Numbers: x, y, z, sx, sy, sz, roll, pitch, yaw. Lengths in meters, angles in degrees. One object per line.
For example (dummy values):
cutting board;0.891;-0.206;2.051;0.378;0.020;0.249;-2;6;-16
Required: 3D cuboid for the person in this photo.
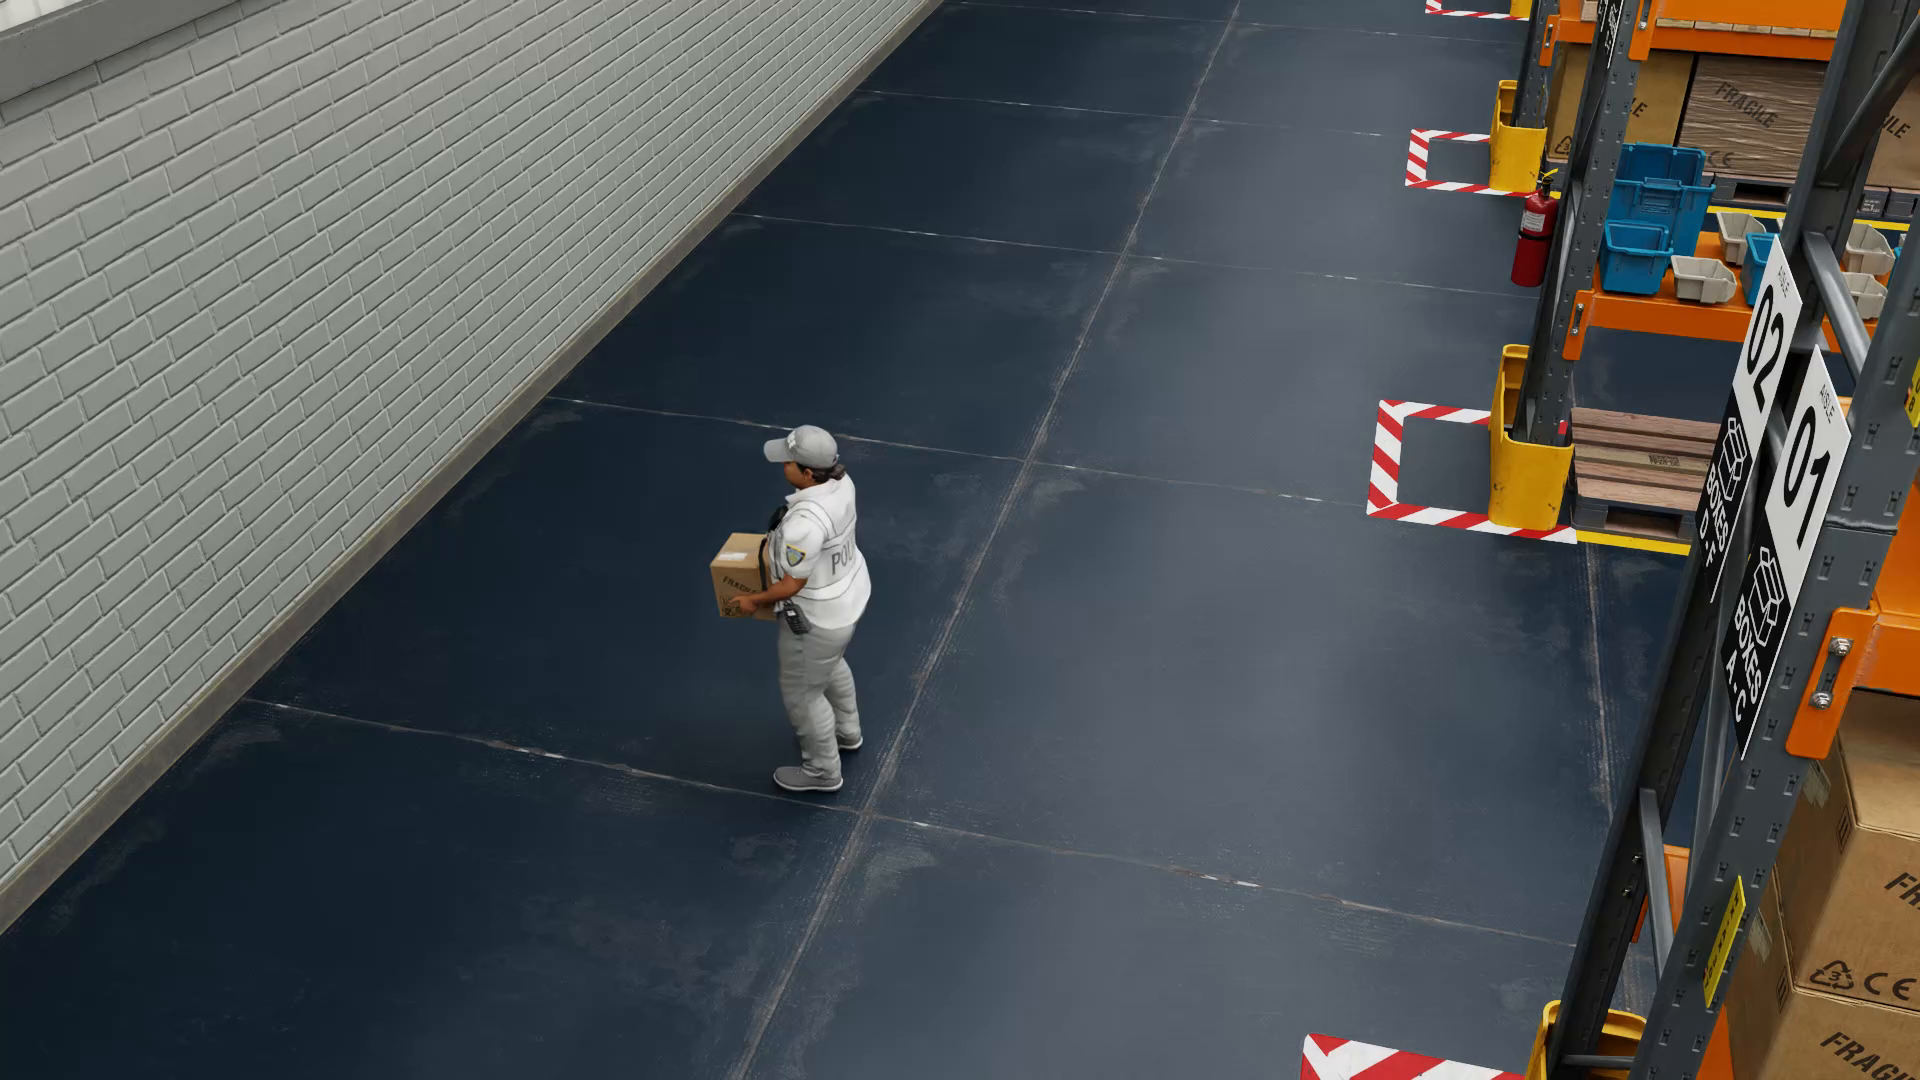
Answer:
person;-0.635;0.266;6.723;0.523;1.668;0.480;8;34;12
